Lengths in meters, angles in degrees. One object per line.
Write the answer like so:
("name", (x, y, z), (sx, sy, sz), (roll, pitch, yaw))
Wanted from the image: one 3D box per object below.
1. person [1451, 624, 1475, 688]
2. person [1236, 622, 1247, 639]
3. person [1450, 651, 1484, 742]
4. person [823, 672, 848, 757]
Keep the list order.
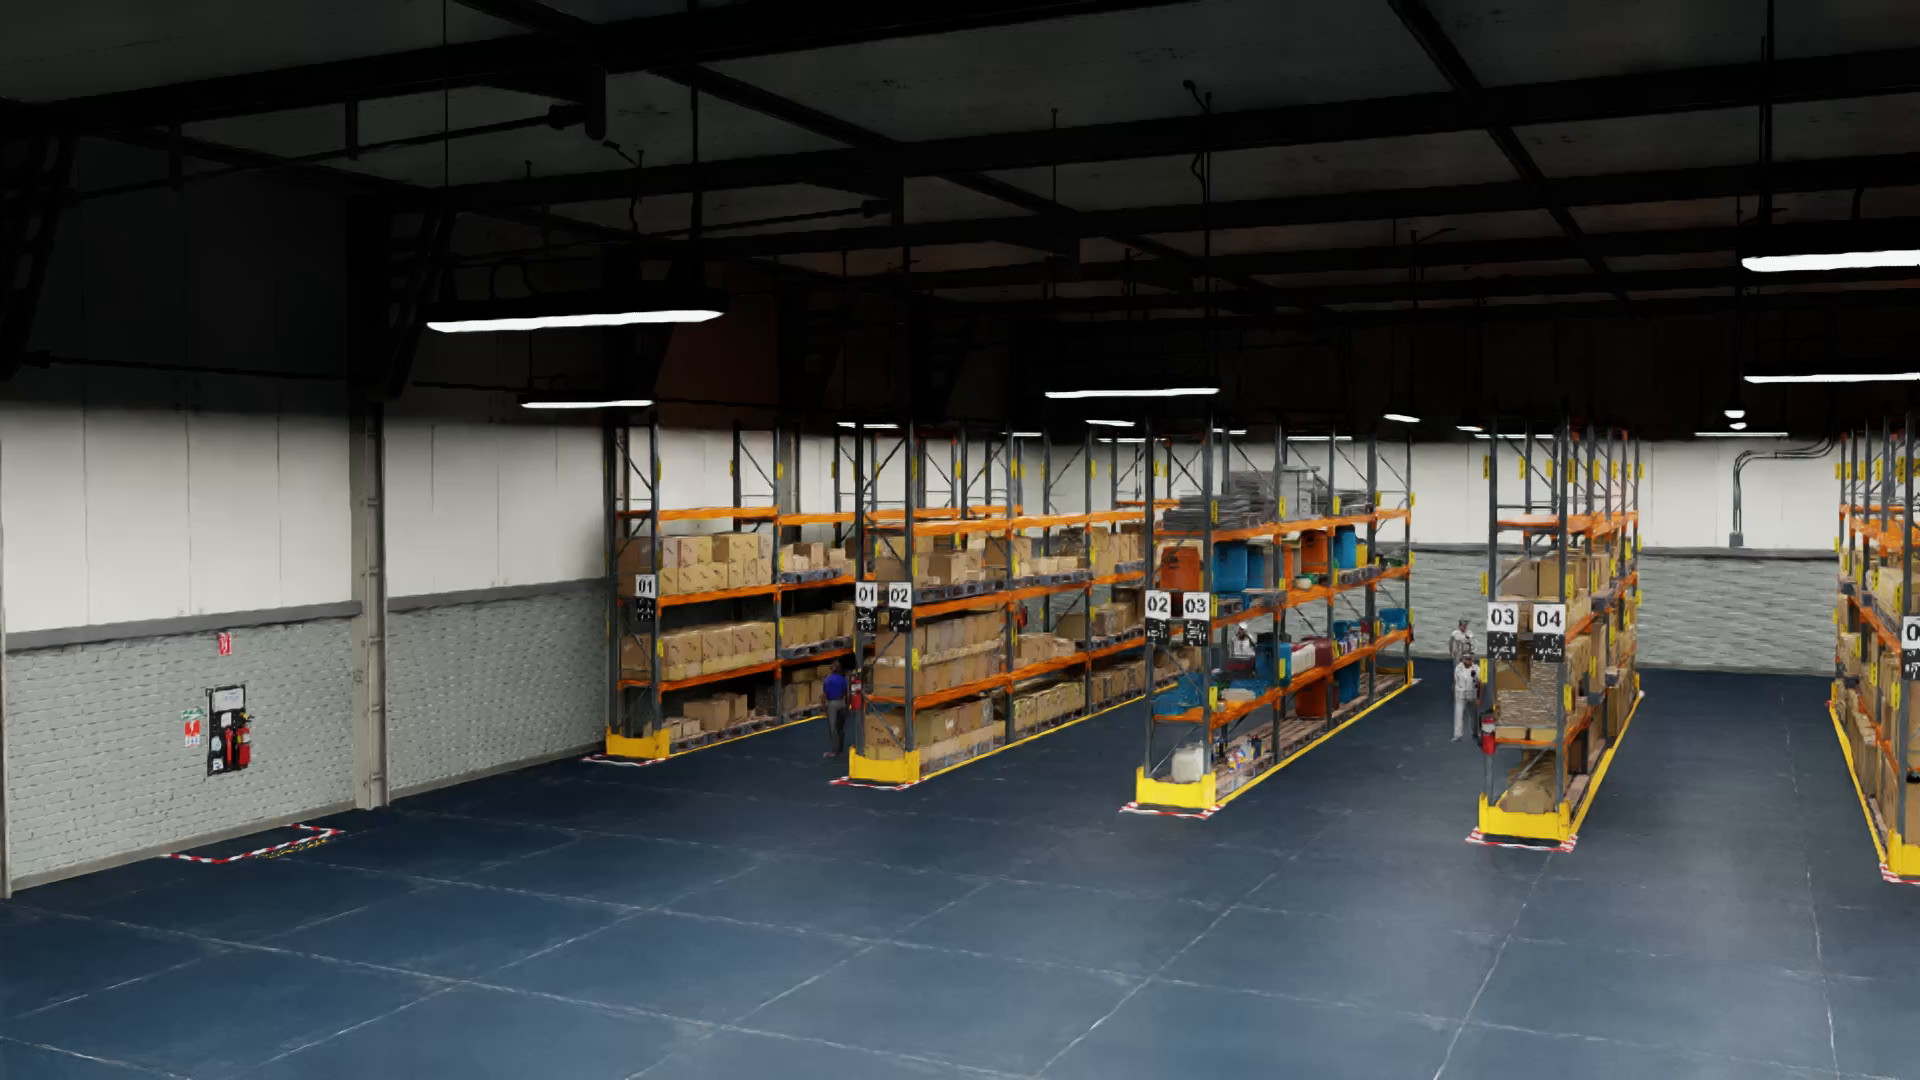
("person", (11.477, 2.613, 37.933), (0.550, 1.604, 0.497), (1, 3, 24))
("person", (6.102, 2.631, 36.047), (0.513, 1.726, 0.574), (1, 3, 24))
("person", (9.344, 2.854, 30.590), (0.541, 1.672, 1.115), (1, 3, 24))
("person", (-2.221, 3.036, 29.121), (0.508, 1.453, 0.545), (-2, 3, -37))
